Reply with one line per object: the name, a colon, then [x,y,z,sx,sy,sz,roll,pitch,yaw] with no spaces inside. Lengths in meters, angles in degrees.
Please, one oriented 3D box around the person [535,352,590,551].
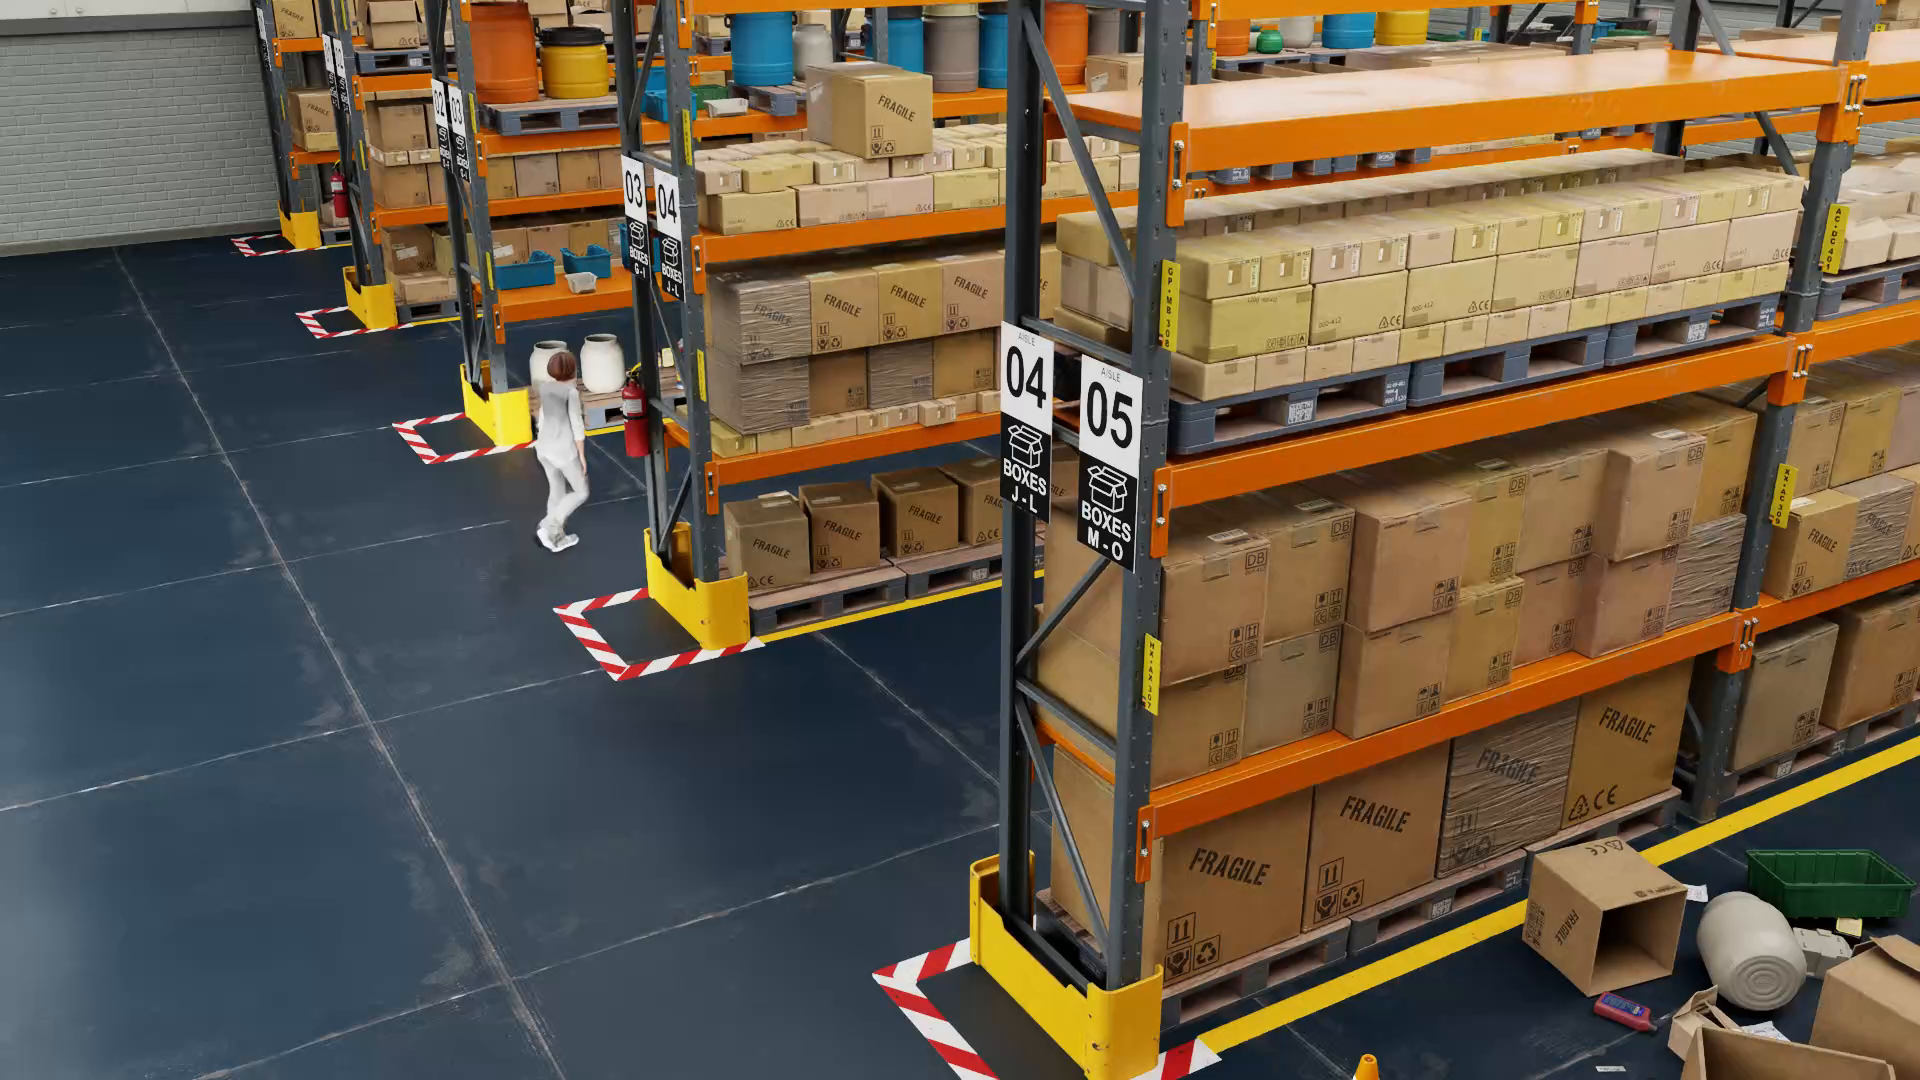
person: [-3.064,-0.637,12.636,0.462,1.570,0.501,15,26,32]
